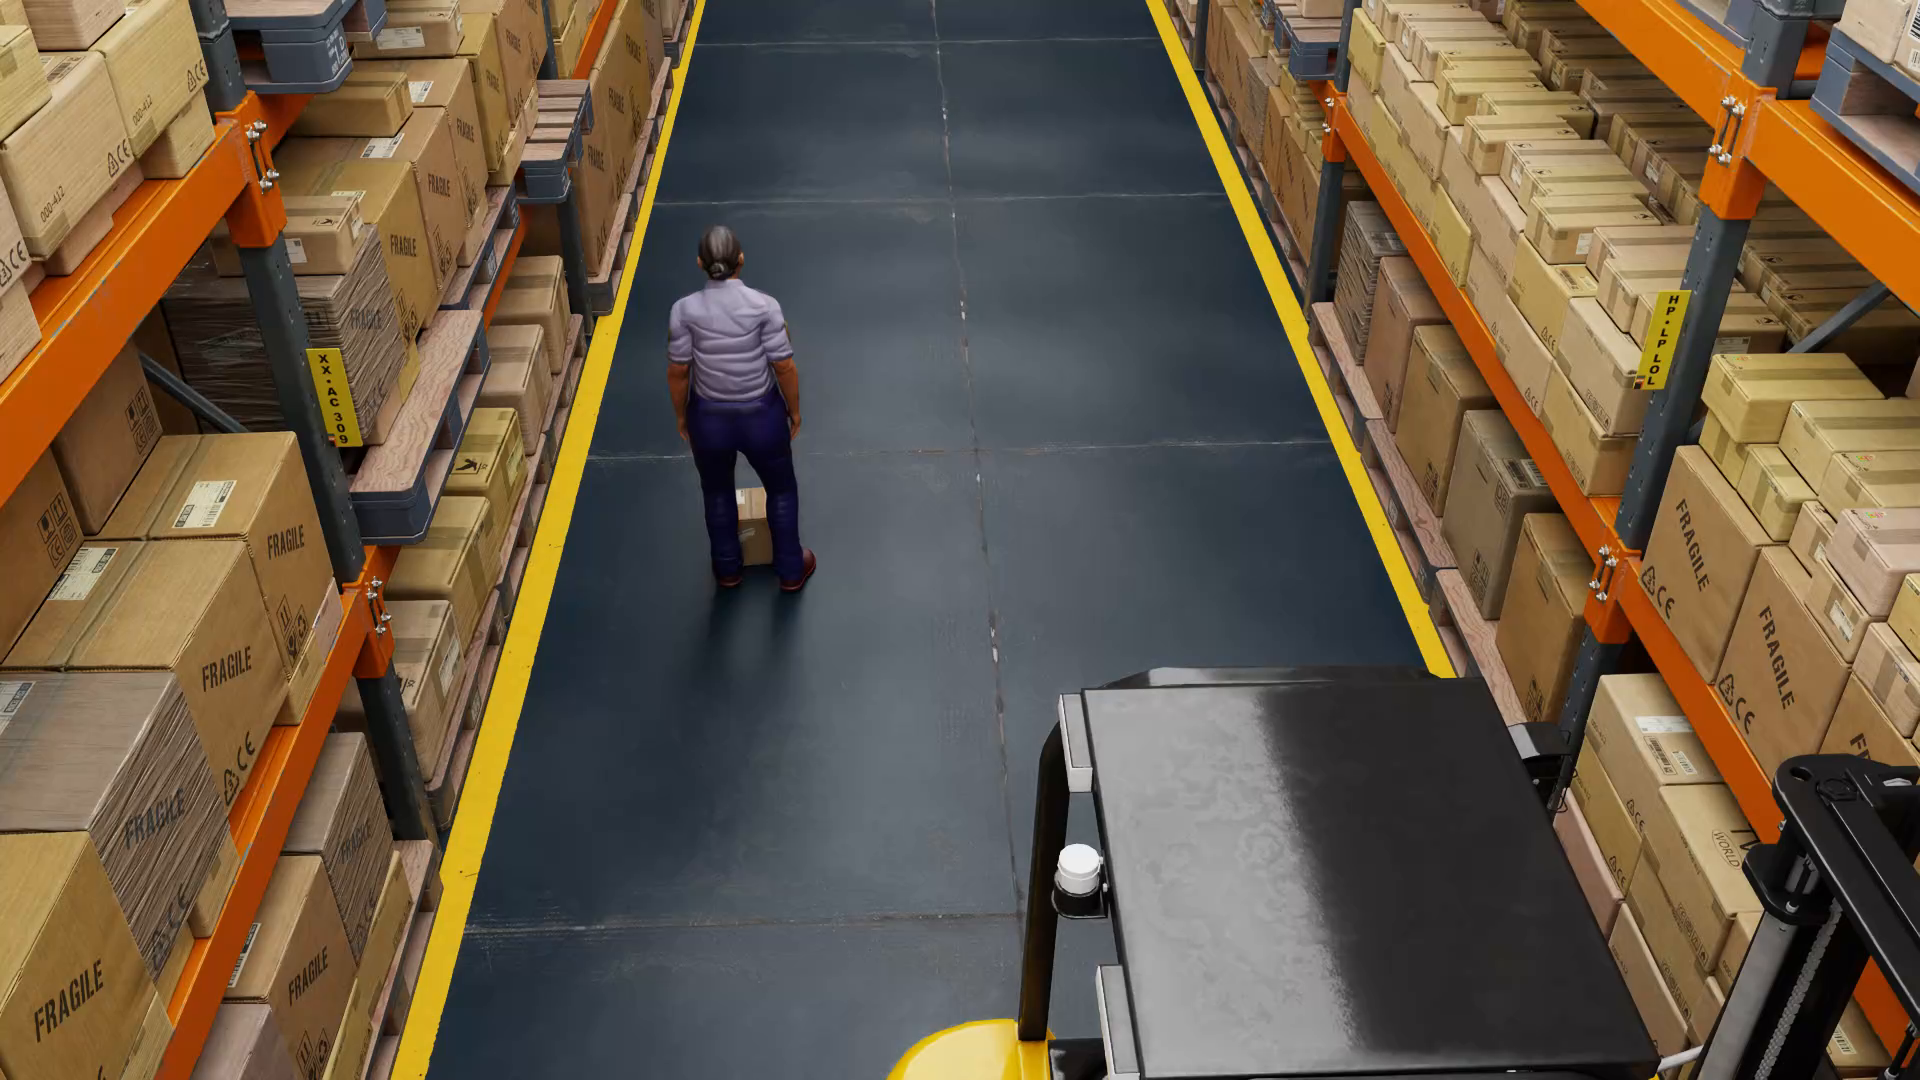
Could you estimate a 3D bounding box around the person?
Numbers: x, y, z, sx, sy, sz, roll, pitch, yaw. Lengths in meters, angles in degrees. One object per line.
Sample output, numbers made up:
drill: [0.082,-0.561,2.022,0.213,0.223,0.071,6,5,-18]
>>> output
person: [-0.908,-0.508,6.865,0.541,1.652,0.413,-2,35,-2]
